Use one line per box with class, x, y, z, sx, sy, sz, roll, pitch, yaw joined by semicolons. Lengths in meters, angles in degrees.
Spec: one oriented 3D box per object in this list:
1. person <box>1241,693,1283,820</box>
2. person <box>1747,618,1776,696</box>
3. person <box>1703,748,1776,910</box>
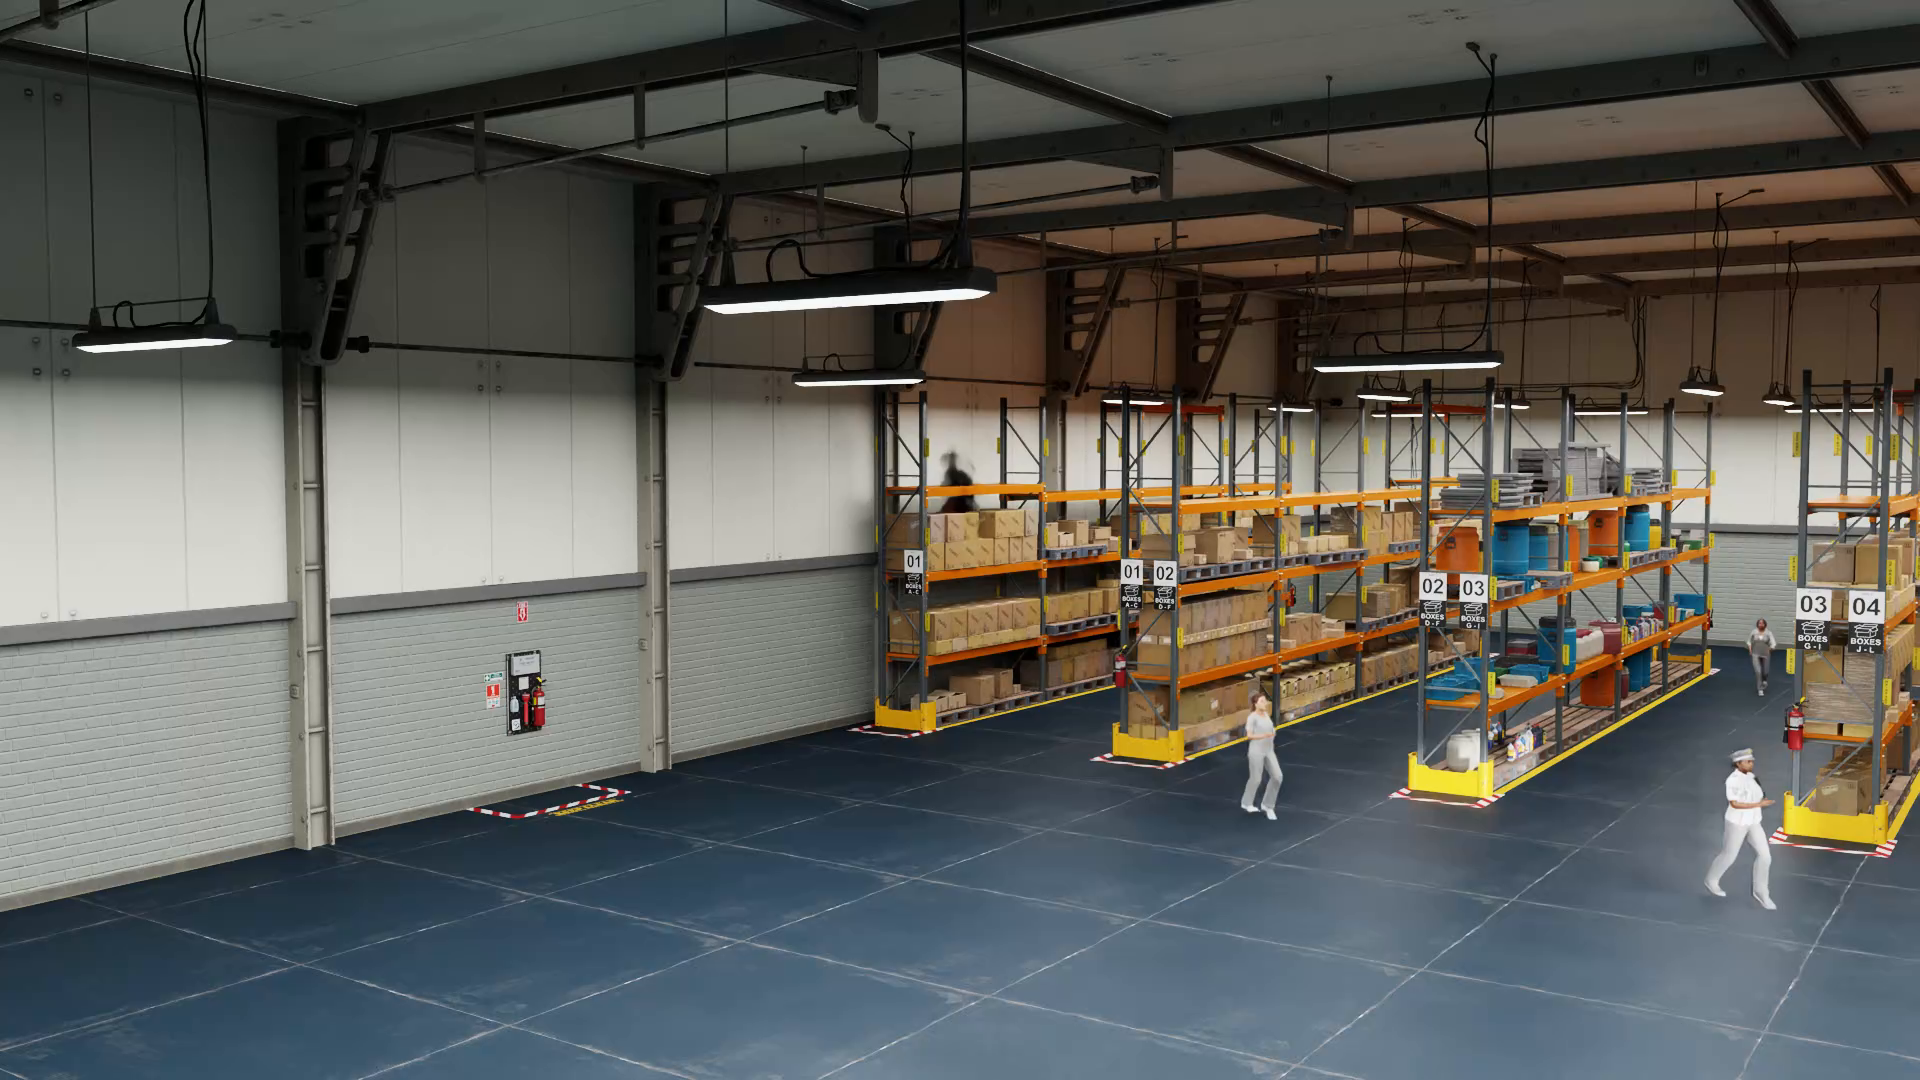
person;4.078;2.922;22.480;0.544;1.714;0.689;-2;4;-30
person;16.202;2.357;33.649;0.529;1.556;0.602;2;4;28
person;8.570;3.144;18.241;0.560;1.762;0.781;-2;4;-28
